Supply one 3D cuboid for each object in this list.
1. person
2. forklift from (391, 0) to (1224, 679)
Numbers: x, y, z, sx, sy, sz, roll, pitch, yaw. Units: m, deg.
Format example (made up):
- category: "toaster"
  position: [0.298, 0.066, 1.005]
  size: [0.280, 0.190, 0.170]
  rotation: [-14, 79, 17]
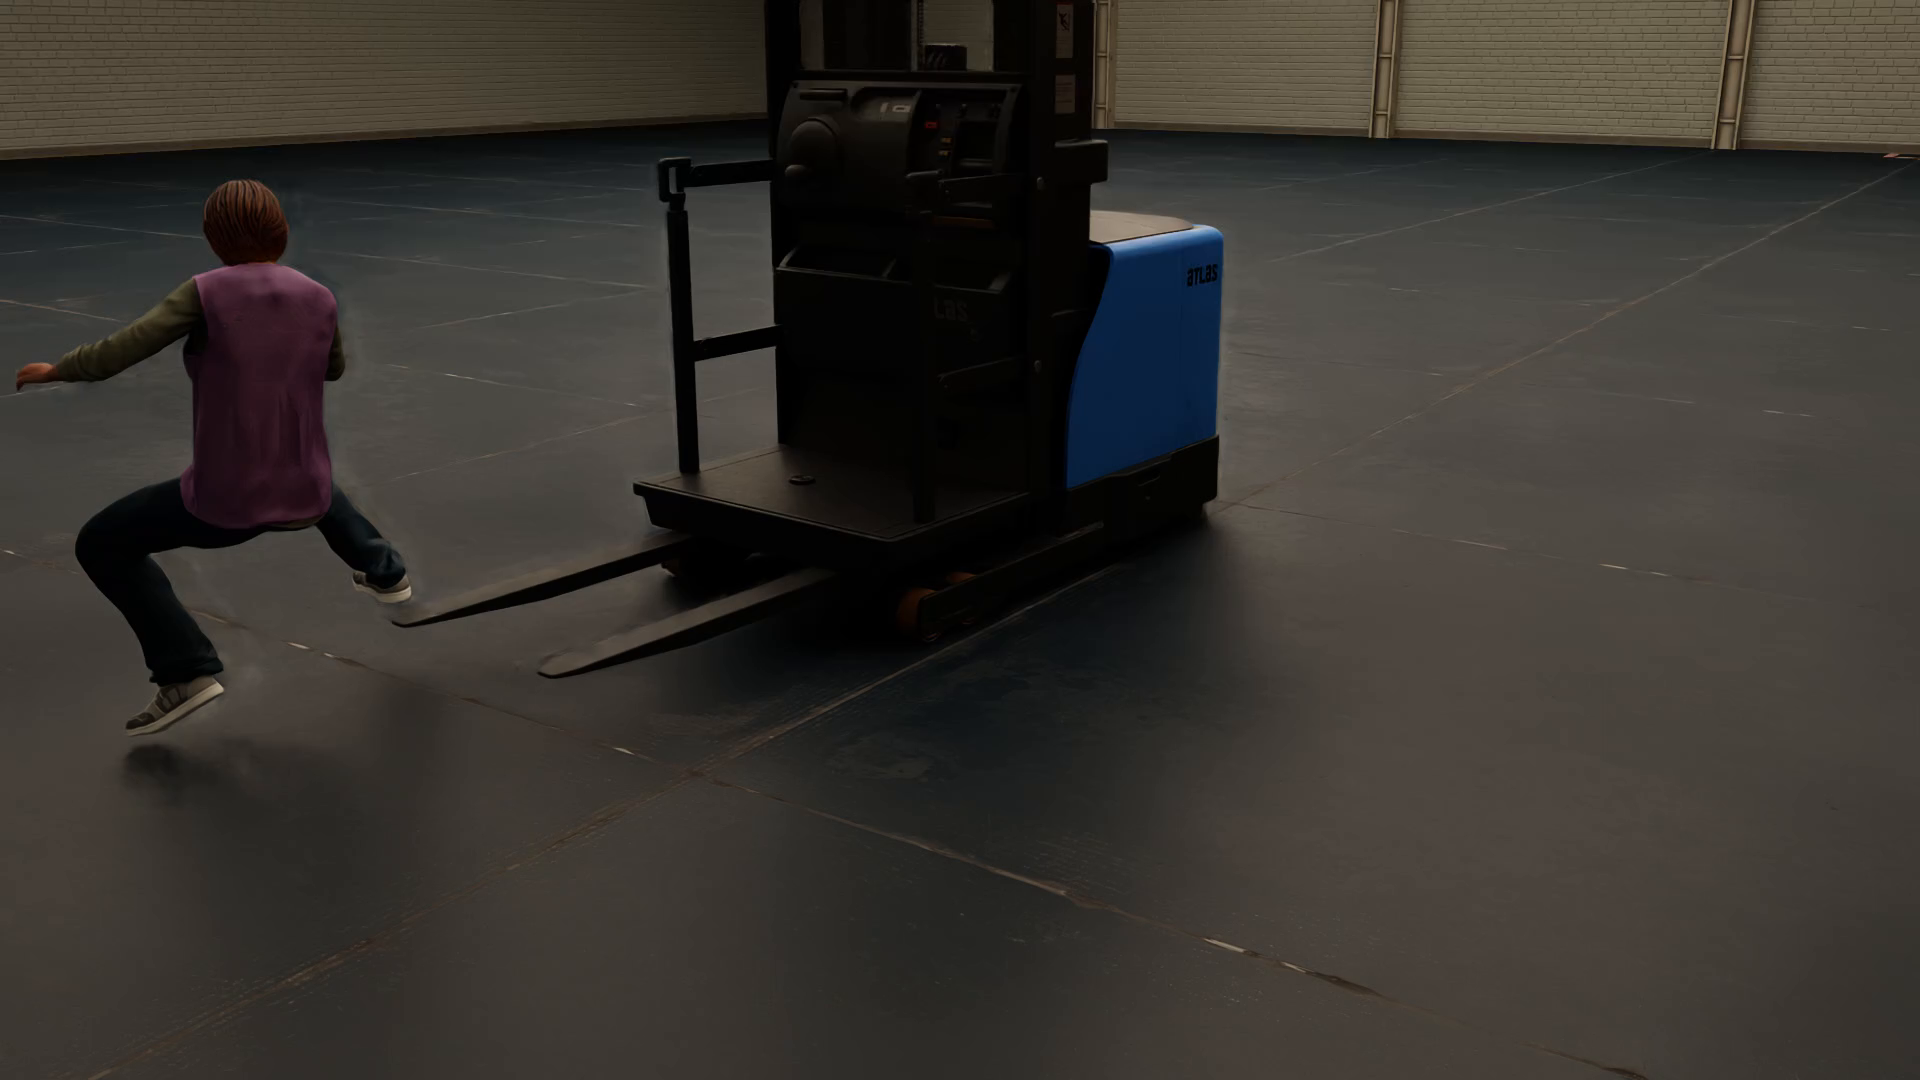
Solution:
- category: "person"
  position: [-1.836, -0.212, 4.207]
  size: [0.850, 1.348, 0.685]
  rotation: [-16, 23, -42]
- category: "forklift"
  position: [-0.334, -1.258, 5.040]
  size: [1.130, 2.935, 3.031]
  rotation: [12, 21, 36]
